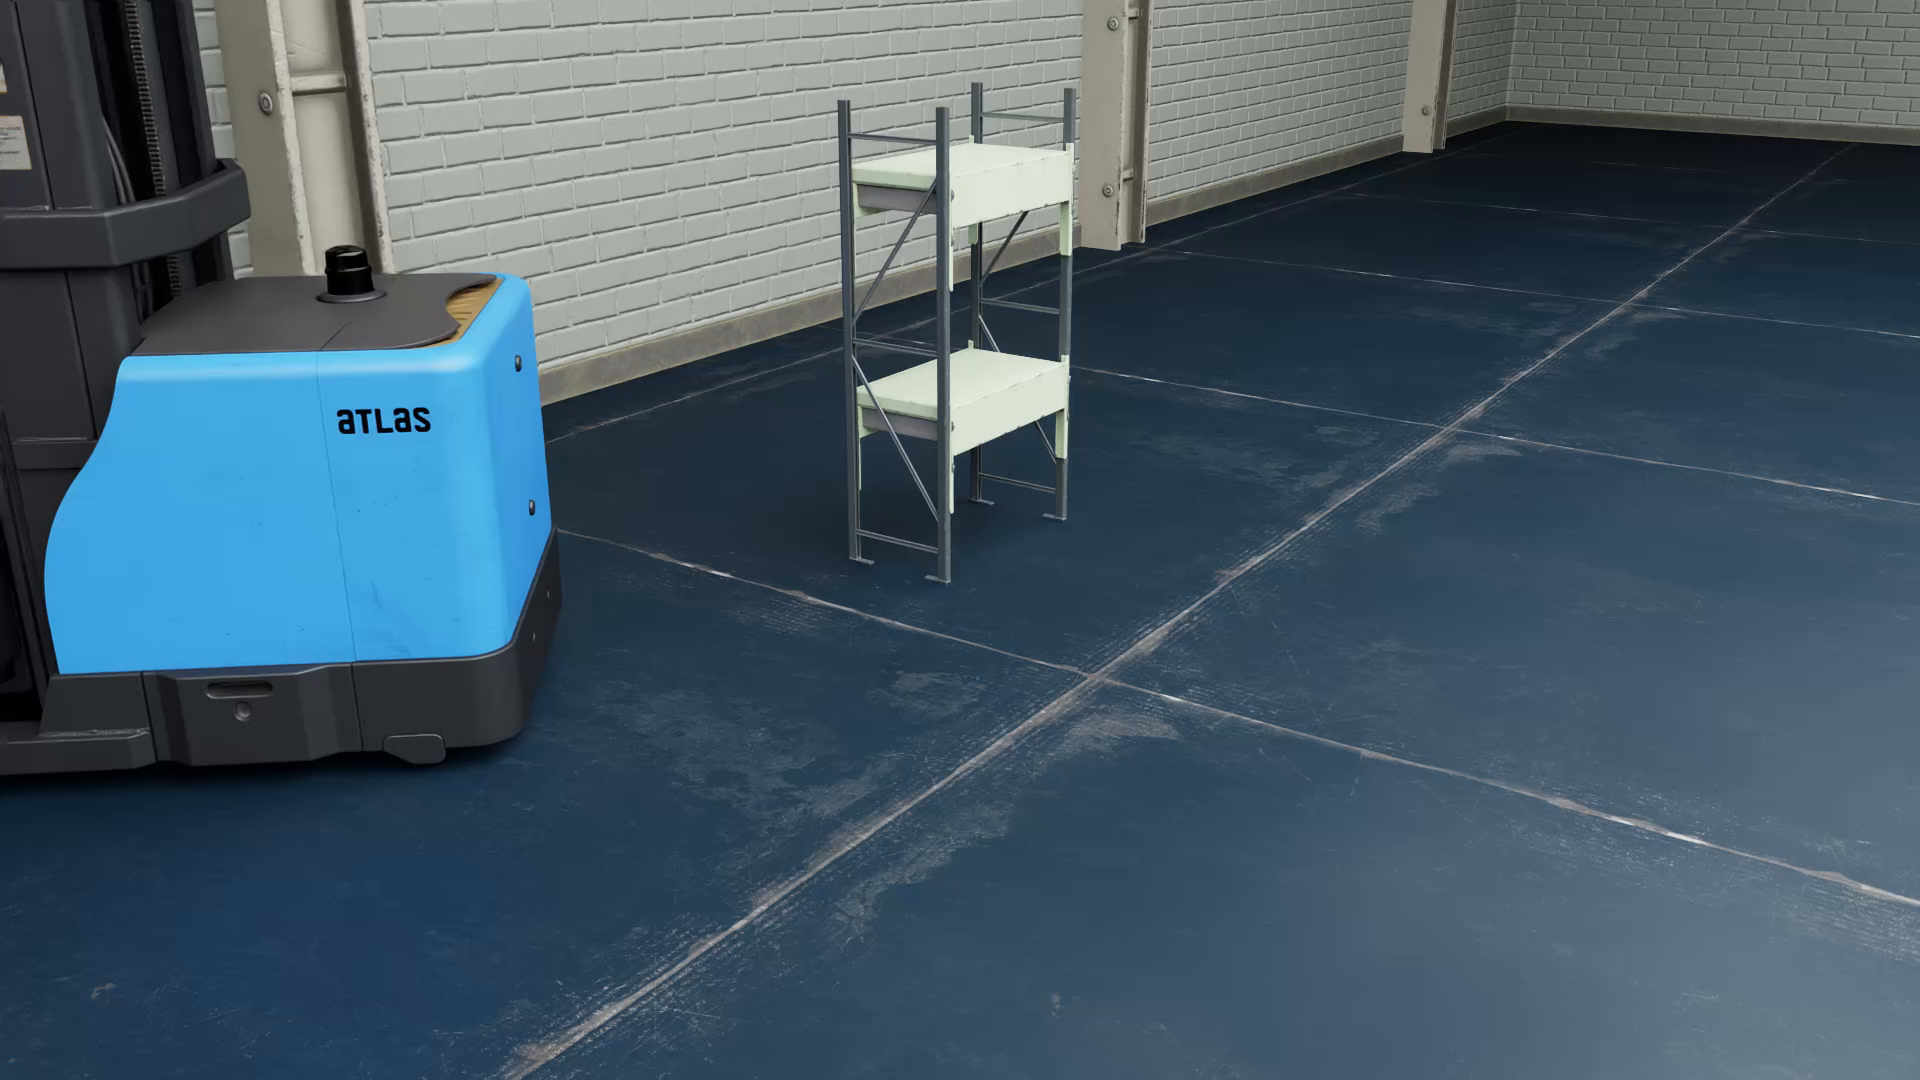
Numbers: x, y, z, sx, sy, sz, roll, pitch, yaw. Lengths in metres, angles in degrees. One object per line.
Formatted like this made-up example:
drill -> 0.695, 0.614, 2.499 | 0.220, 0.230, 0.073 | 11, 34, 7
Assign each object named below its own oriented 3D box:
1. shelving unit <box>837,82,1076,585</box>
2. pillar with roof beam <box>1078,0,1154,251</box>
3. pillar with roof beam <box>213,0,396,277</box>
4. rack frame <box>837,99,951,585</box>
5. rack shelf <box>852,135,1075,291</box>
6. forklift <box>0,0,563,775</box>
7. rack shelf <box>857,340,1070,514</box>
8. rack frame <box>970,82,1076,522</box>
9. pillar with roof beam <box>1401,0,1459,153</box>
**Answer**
shelving unit -> 0.004, -0.705, 5.510 | 0.431, 1.500, 0.755 | 13, 24, 32
pillar with roof beam -> 4.570, -5.362, 7.290 | 9.100, 9.000, 0.400 | 13, 24, 32
pillar with roof beam -> 1.197, -3.640, 2.635 | 9.100, 9.000, 0.400 | 13, 24, 32
rack frame -> -0.202, -0.600, 5.226 | 0.400, 1.500, 0.023 | 13, 24, 32
rack shelf -> 0.004, -1.071, 5.375 | 0.431, 0.370, 0.720 | 13, 24, 32
forklift -> -2.669, -0.919, 4.026 | 3.031, 2.935, 1.130 | -2, 20, -6
rack shelf -> 0.004, -0.400, 5.623 | 0.431, 0.370, 0.720 | 13, 24, 32
rack frame -> 0.209, -0.810, 5.794 | 0.400, 1.500, 0.023 | 13, 24, 32
pillar with roof beam -> 7.943, -7.083, 11.944 | 9.100, 9.000, 0.400 | 13, 24, 32
